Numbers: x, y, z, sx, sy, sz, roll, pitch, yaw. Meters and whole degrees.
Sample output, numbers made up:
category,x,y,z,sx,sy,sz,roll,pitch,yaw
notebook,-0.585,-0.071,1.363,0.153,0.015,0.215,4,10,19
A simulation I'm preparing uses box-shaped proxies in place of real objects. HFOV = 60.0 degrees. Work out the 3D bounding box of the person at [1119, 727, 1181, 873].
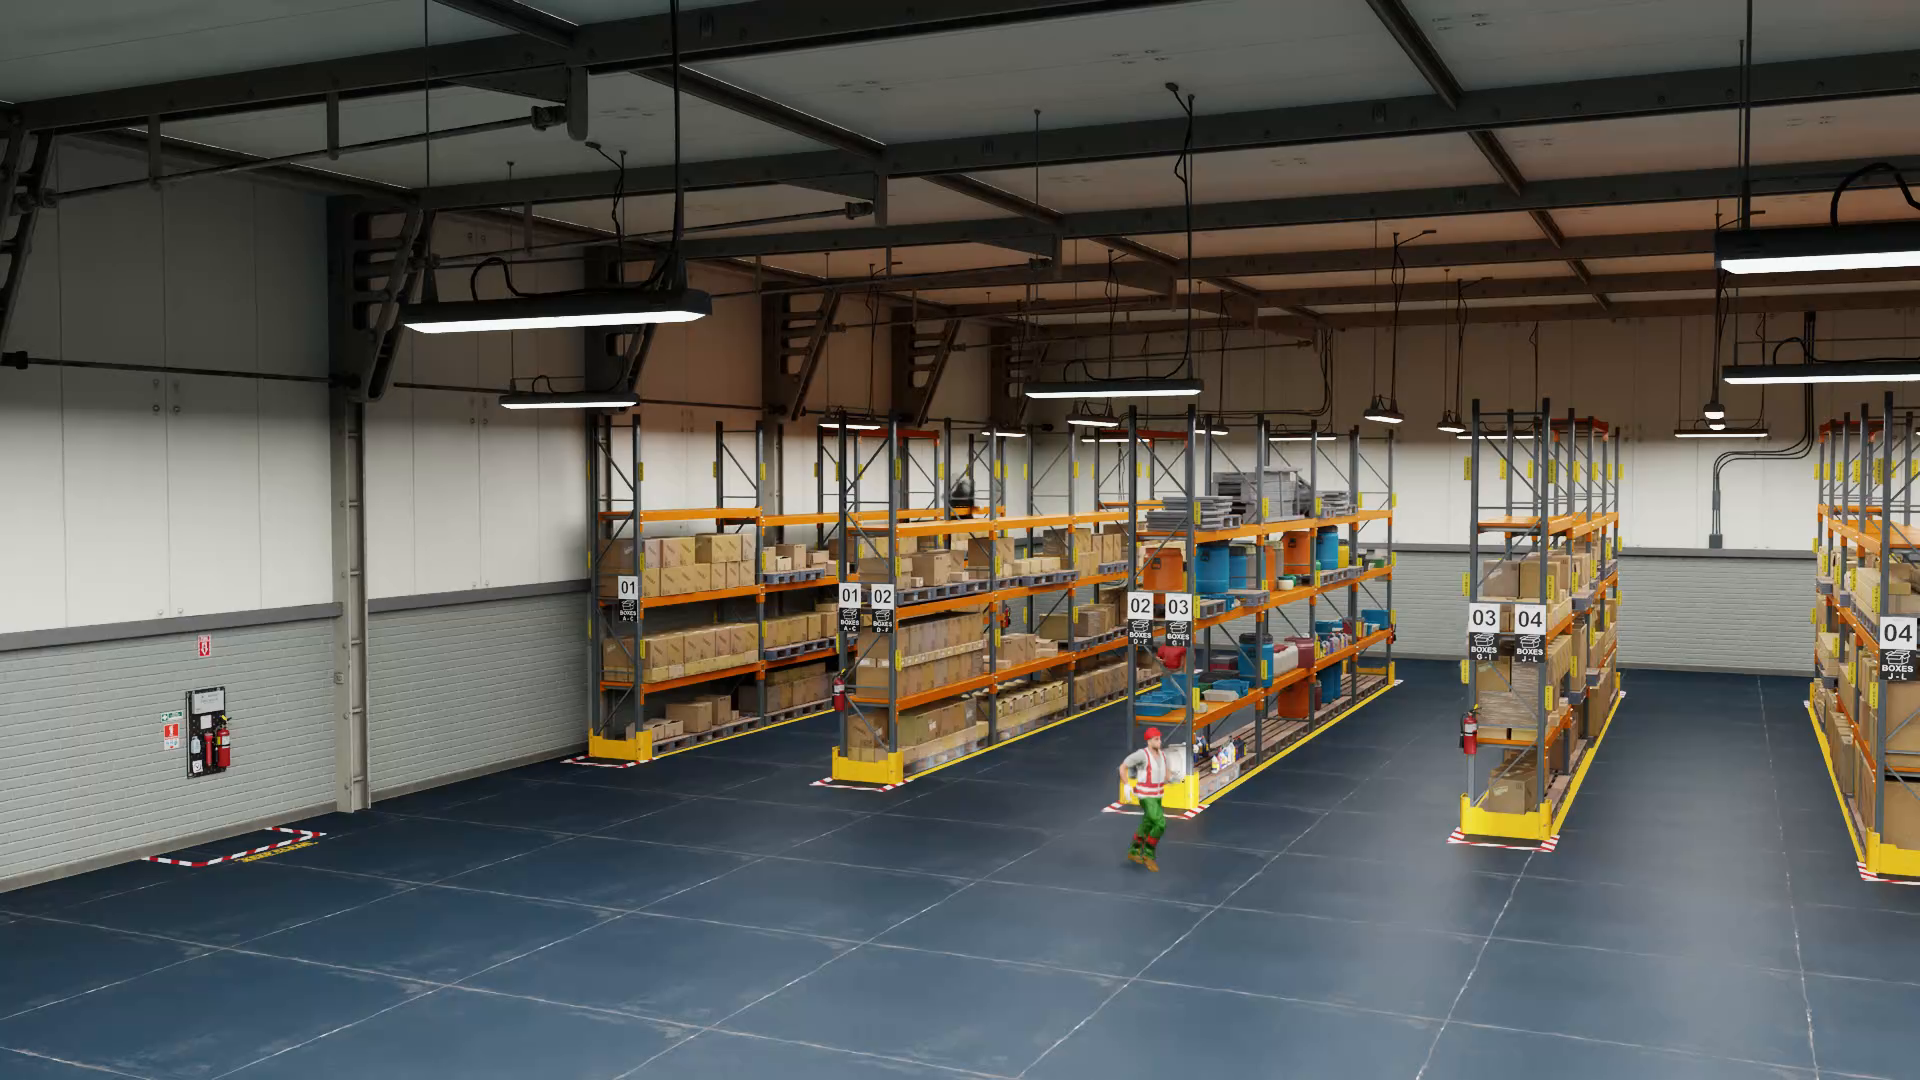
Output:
category,x,y,z,sx,sy,sz,roll,pitch,yaw
person,2.400,3.251,20.847,0.822,1.811,0.643,2,3,45

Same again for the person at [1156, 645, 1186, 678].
category,x,y,z,sx,sy,sz,roll,pitch,yaw
person,4.309,2.734,33.815,0.667,1.705,0.980,1,2,19
